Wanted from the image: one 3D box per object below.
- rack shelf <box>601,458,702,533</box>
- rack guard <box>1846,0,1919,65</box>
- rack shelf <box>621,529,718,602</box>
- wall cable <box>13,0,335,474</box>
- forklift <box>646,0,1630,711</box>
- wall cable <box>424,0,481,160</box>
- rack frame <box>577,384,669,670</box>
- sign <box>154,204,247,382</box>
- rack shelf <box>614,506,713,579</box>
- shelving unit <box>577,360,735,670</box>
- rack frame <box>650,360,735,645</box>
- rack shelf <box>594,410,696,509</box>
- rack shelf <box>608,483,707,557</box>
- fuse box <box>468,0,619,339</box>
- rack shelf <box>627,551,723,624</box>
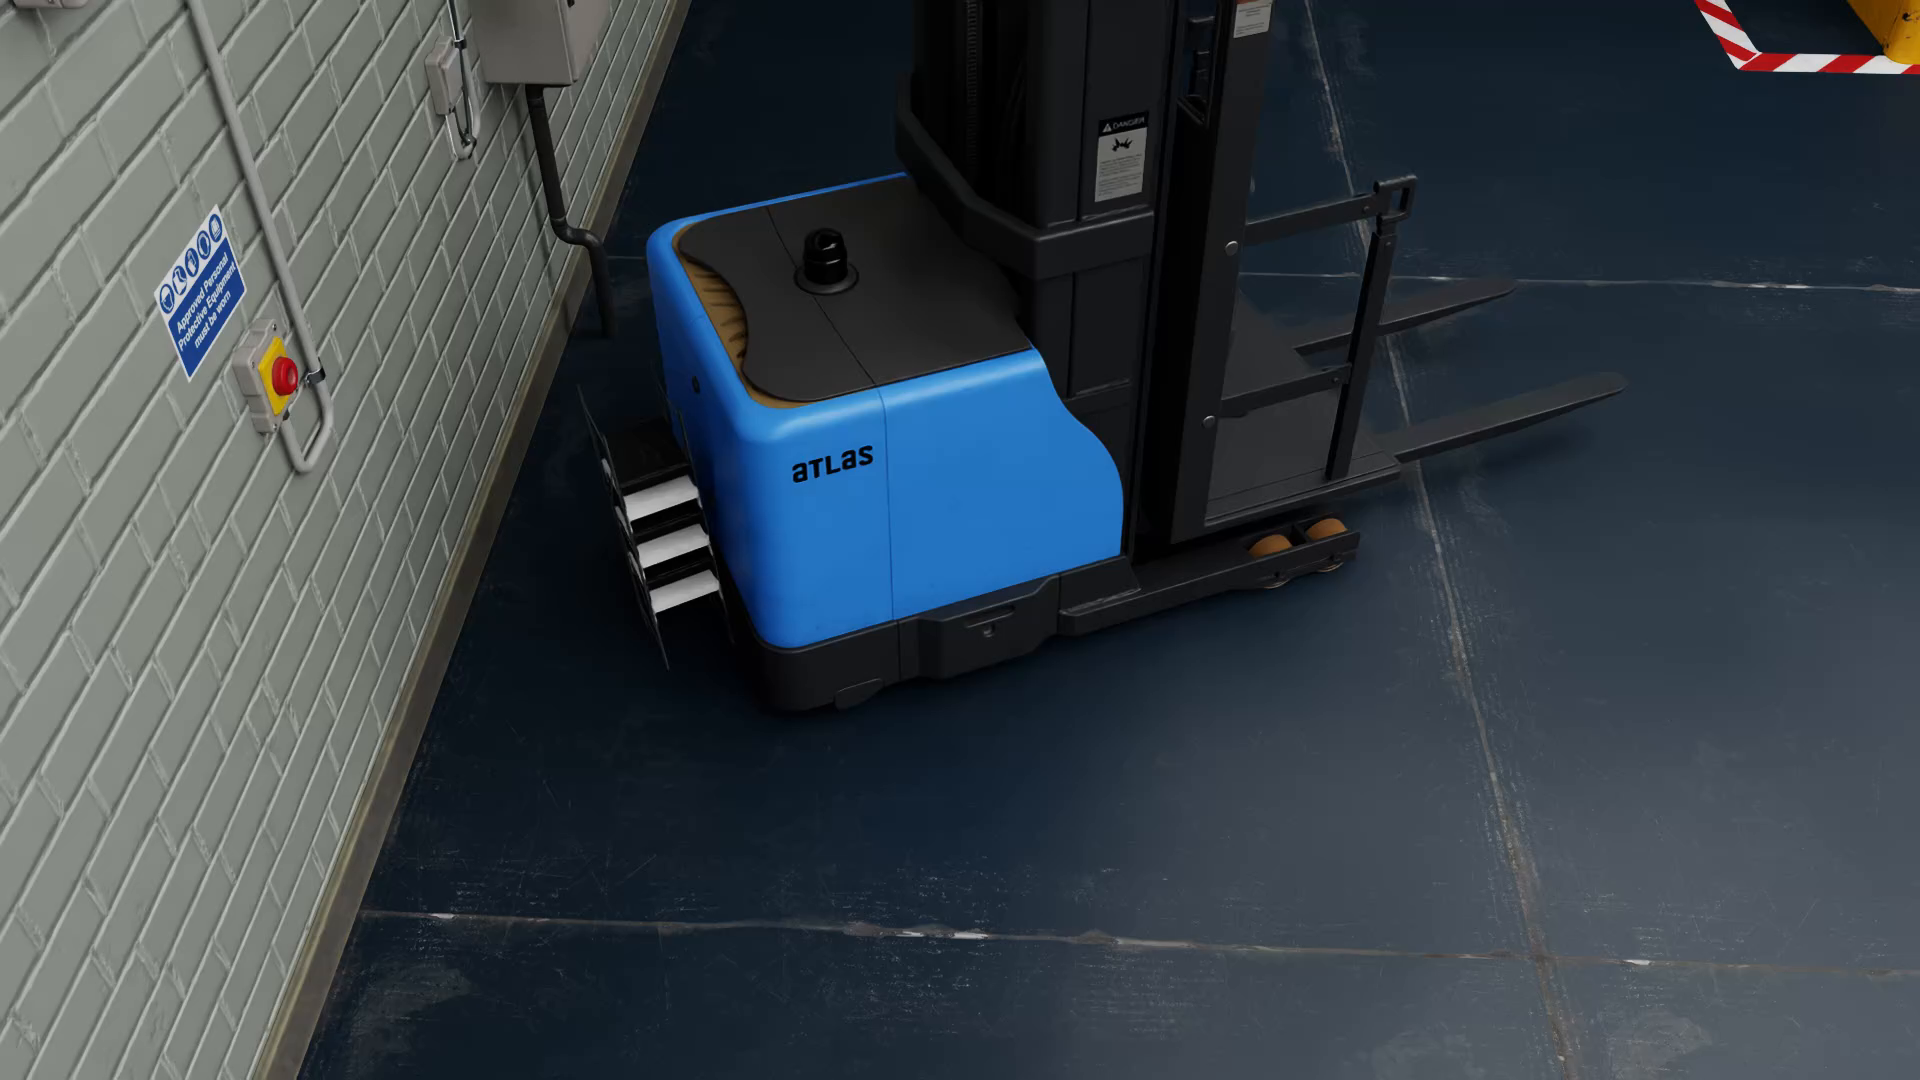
[{"bbox_3d":[-0.844,-0.156,4.533,0.200,0.077,0.258,-21,47,-16],"label":"rack shelf"},{"bbox_3d":[4.448,-2.744,7.829,0.348,0.500,1.175,2,43,2],"label":"rack guard"},{"bbox_3d":[-0.829,0.036,4.722,0.200,0.077,0.258,-21,47,-16],"label":"rack shelf"},{"bbox_3d":[-1.482,-0.822,3.163,0.123,1.953,0.585,2,43,2],"label":"wall cable"},{"bbox_3d":[0.682,-1.242,4.433,3.031,2.935,1.130,-16,45,-16],"label":"forklift"},{"bbox_3d":[-1.430,-1.776,4.211,0.122,1.984,0.588,2,43,2],"label":"wall cable"},{"bbox_3d":[-0.927,-0.017,4.608,0.006,0.900,0.240,-21,47,-16],"label":"rack frame"},{"bbox_3d":[-1.545,-0.506,3.395,0.001,0.218,0.327,2,43,2],"label":"sign"},{"bbox_3d":[-0.834,-0.028,4.659,0.200,0.077,0.258,-21,47,-16],"label":"rack shelf"},{"bbox_3d":[-0.836,-0.051,4.636,0.210,0.900,0.258,-21,47,-16],"label":"shelving unit"},{"bbox_3d":[-0.744,-0.086,4.663,0.006,0.900,0.240,-21,47,-16],"label":"rack frame"},{"bbox_3d":[-0.850,-0.220,4.470,0.200,0.077,0.258,-21,47,-16],"label":"rack shelf"},{"bbox_3d":[-0.839,-0.092,4.596,0.200,0.077,0.258,-21,47,-16],"label":"rack shelf"},{"bbox_3d":[-1.242,-1.393,5.490,0.414,1.711,0.539,2,43,2],"label":"fuse box"},{"bbox_3d":[-0.823,0.100,4.785,0.200,0.077,0.258,-21,47,-16],"label":"rack shelf"}]
